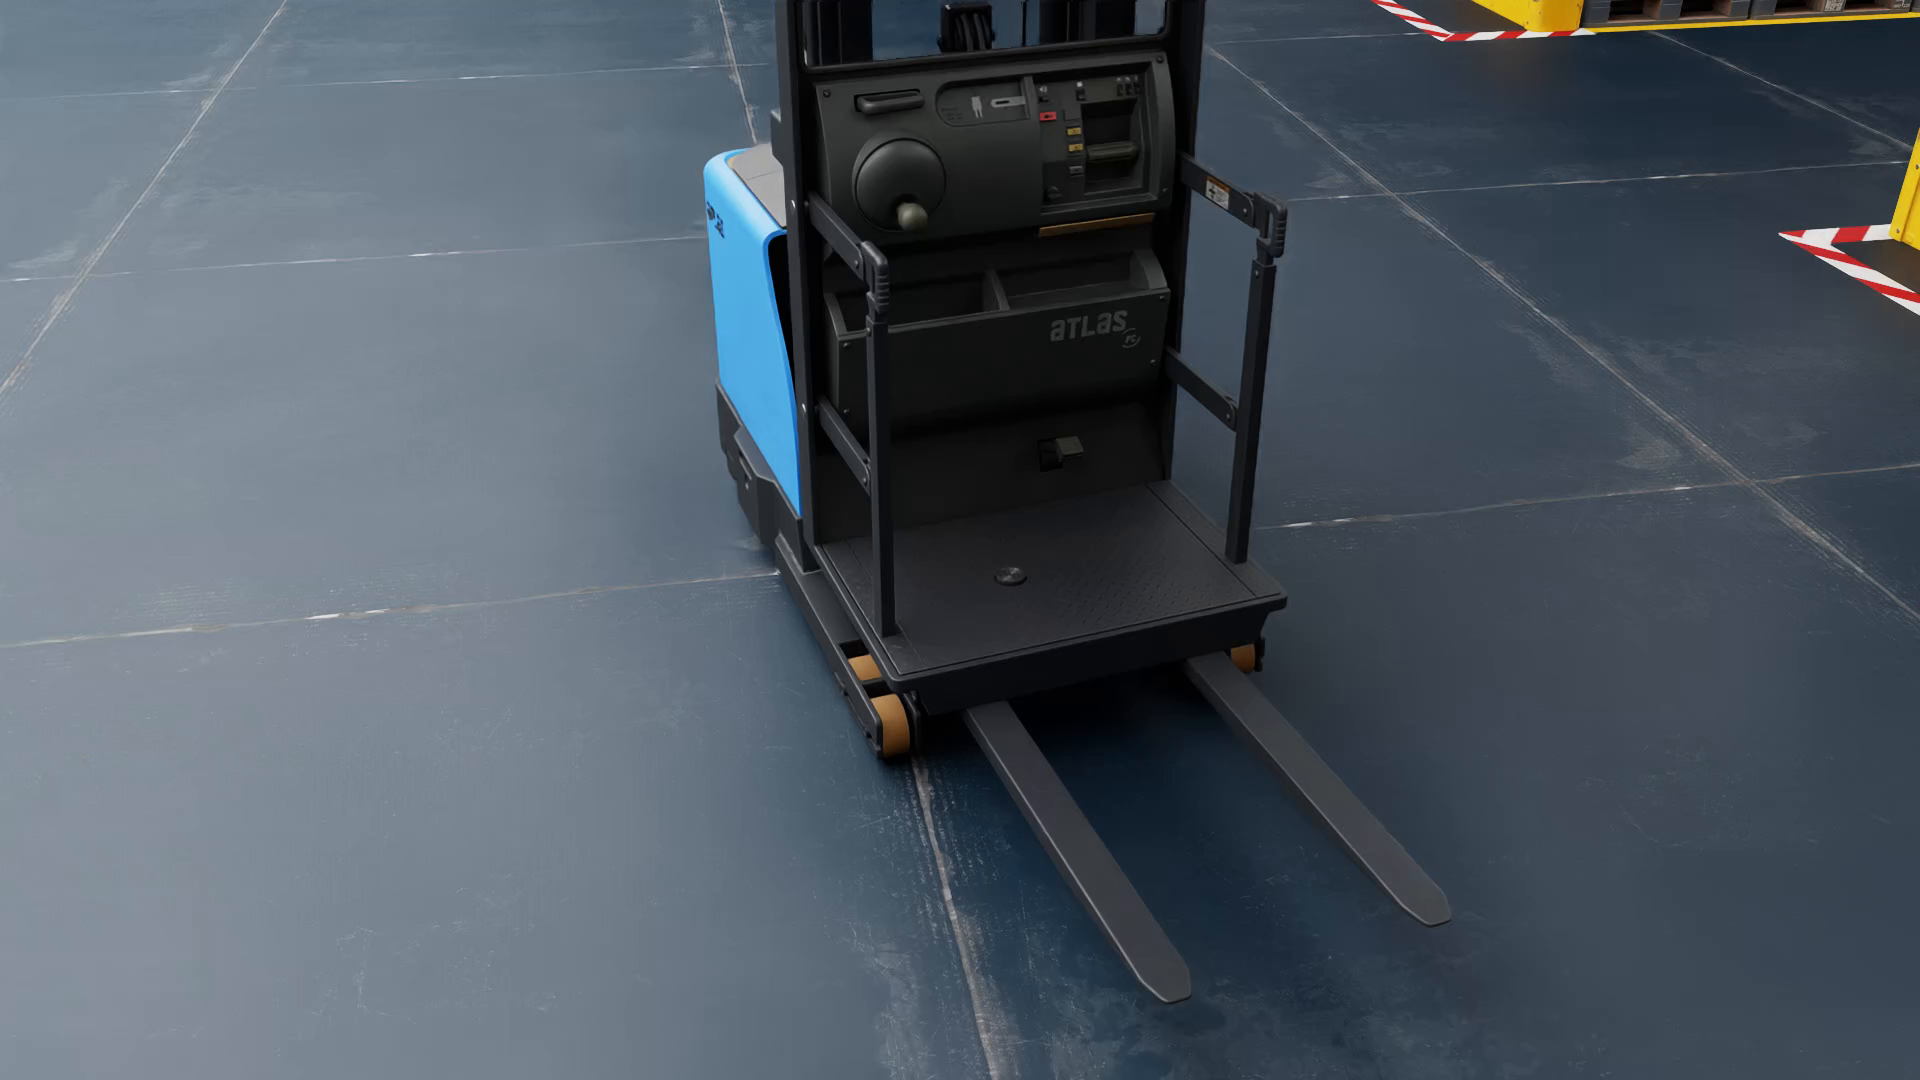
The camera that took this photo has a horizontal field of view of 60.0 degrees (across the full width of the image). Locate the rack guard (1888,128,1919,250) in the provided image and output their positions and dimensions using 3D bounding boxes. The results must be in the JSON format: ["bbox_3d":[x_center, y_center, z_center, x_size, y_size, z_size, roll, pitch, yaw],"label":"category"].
[{"bbox_3d":[4.523,-1.358,7.066,0.348,0.500,1.175,-5,31,-9],"label":"rack guard"}]

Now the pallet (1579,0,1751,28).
[{"bbox_3d":[4.632,-3.781,11.472,1.213,0.211,1.003,-5,31,-9],"label":"pallet"}]

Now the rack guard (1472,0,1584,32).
[{"bbox_3d":[3.827,-3.849,11.303,0.348,0.500,1.175,-5,31,-9],"label":"rack guard"}]

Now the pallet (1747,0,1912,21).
[{"bbox_3d":[5.830,-3.891,11.659,1.213,0.211,1.003,-5,31,-9],"label":"pallet"}]

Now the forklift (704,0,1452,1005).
[{"bbox_3d":[0.181,-0.939,3.955,1.130,2.935,3.031,-11,32,-18],"label":"forklift"}]

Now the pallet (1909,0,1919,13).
[{"bbox_3d":[7.033,-4.004,11.851,1.213,0.211,1.003,-5,31,-9],"label":"pallet"}]
